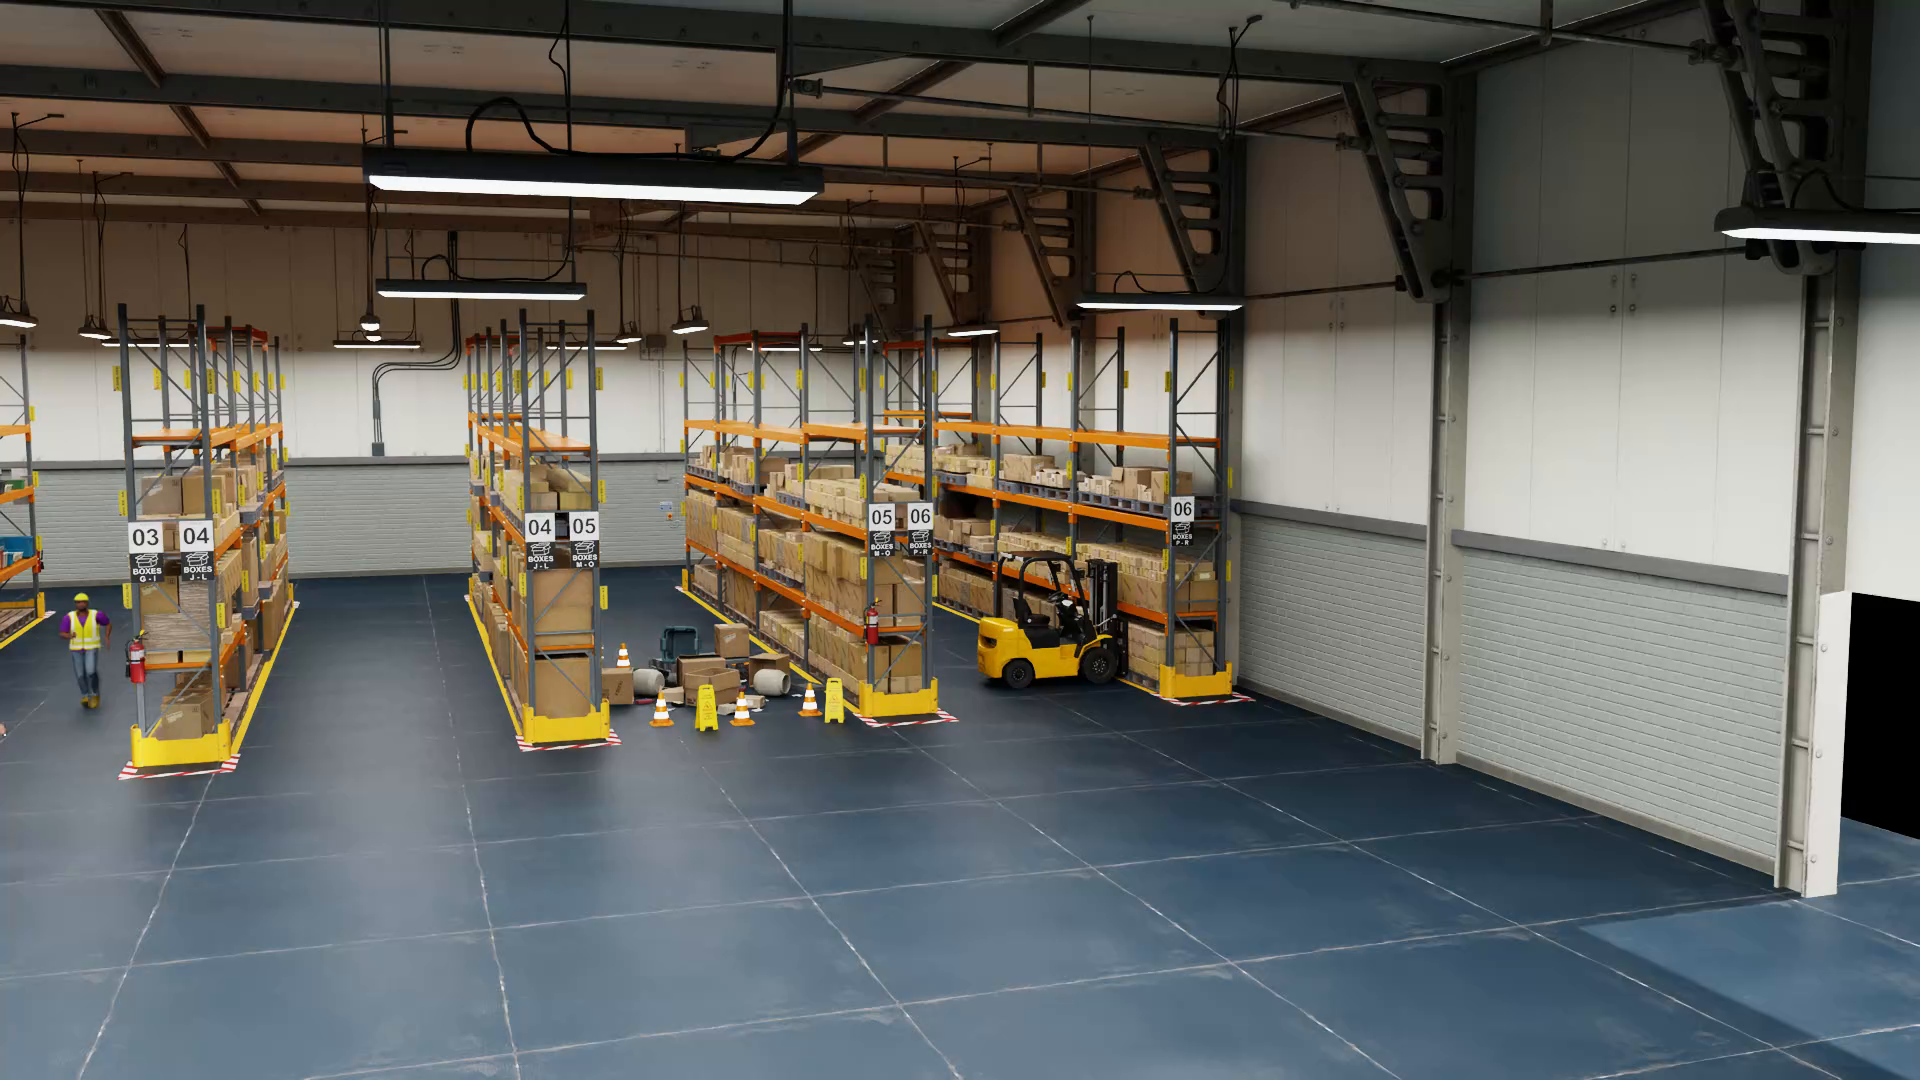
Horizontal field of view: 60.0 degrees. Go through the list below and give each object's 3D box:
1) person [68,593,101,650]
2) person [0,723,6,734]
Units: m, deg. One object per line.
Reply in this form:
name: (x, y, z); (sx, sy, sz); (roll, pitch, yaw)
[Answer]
person: (-13.463, 1.253, 25.534); (0.452, 0.879, 0.357); (-2, 6, -18)
person: (-10.740, 1.969, 18.104); (0.665, 0.827, 0.638); (1, 6, 11)
